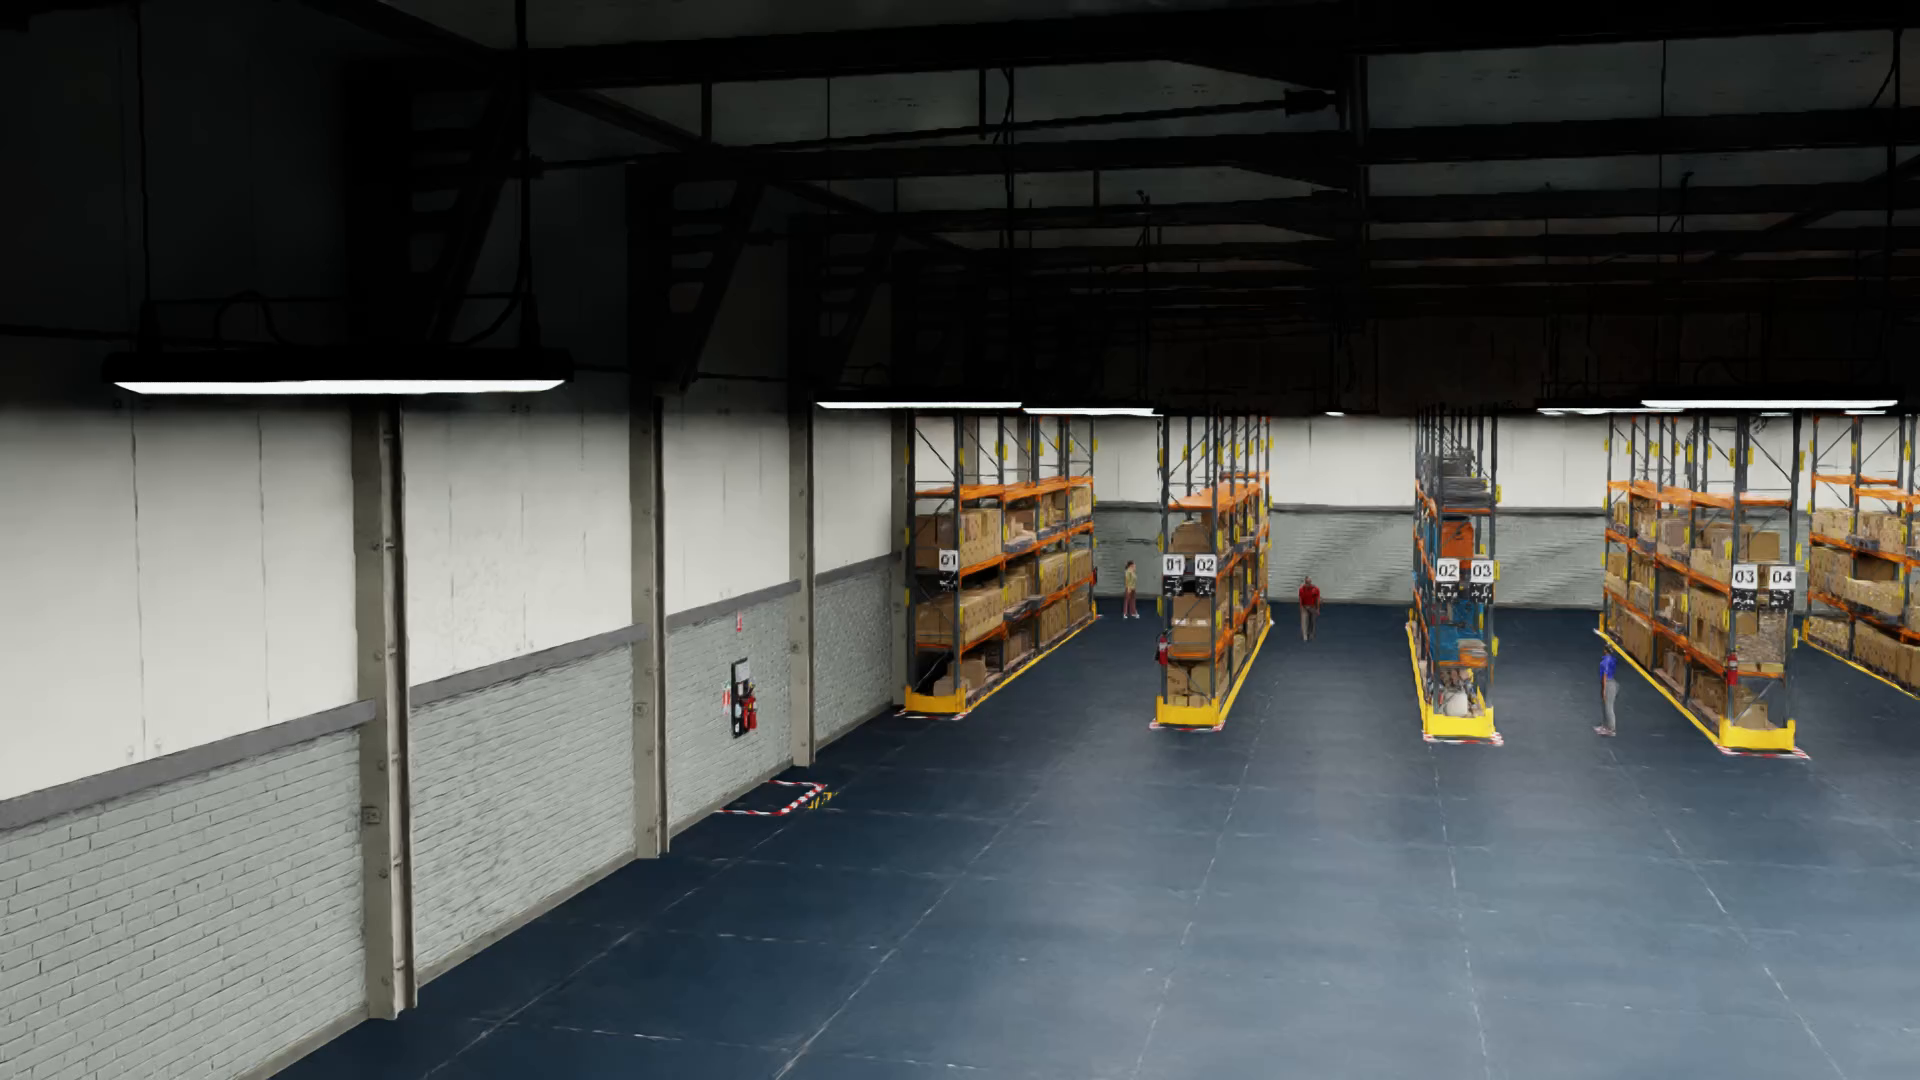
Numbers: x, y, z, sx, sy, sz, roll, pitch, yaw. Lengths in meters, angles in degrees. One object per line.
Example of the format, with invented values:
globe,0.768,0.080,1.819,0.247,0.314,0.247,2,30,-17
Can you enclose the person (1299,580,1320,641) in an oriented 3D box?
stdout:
person,19.448,1.947,40.943,21.751,1.582,1.850,1,4,13

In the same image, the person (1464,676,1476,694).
person,14.847,1.293,37.679,27.724,3.369,14.211,2,4,20

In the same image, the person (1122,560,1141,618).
person,4.898,1.403,47.696,0.429,1.674,0.543,3,5,34

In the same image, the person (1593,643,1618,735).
person,11.721,2.693,30.183,0.458,1.650,0.498,4,6,43
